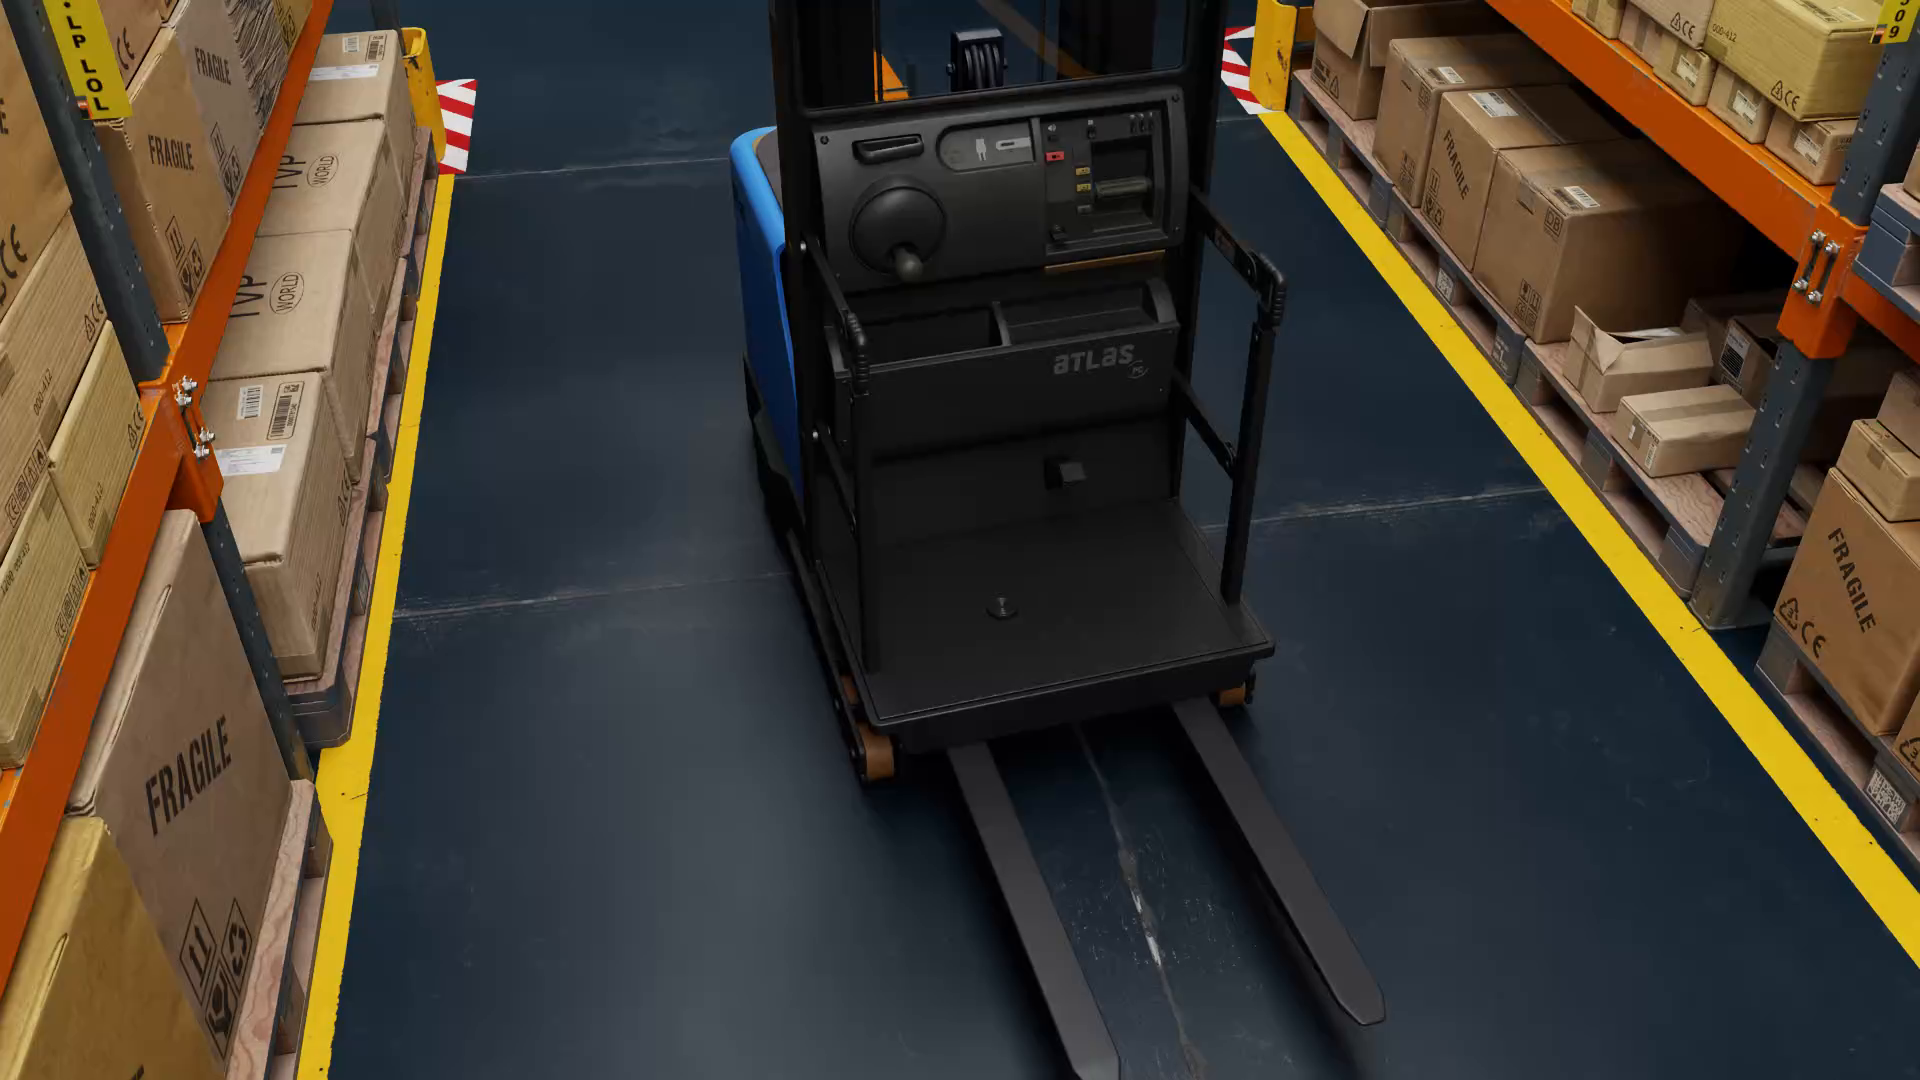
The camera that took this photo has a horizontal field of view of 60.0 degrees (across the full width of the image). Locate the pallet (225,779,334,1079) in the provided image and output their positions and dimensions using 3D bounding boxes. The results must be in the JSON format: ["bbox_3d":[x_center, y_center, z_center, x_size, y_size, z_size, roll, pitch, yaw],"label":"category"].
[{"bbox_3d":[-1.993,1.095,3.669,1.003,0.211,1.213,-6,38,-8],"label":"pallet"}]

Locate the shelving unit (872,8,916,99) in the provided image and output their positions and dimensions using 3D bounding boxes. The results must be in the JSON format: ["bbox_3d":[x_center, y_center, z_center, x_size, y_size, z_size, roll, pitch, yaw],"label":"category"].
[{"bbox_3d":[-0.326,-1.154,5.757,0.258,1.200,0.503,-10,39,-13],"label":"shelving unit"}]

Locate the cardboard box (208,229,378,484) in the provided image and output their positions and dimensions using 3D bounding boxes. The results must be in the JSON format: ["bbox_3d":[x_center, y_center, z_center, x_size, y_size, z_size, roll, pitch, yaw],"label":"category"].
[{"bbox_3d":[-2.365,-0.550,5.259,0.875,0.438,0.875,-7,38,-9],"label":"cardboard box"}]

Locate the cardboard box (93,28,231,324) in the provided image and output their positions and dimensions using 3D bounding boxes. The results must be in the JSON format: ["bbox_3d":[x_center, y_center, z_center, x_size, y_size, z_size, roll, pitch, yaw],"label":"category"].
[{"bbox_3d":[-2.027,-0.816,3.773,0.500,0.500,0.500,-5,38,-6],"label":"cardboard box"}]

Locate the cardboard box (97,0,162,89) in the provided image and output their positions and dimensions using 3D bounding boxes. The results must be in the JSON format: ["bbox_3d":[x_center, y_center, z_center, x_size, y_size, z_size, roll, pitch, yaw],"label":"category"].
[{"bbox_3d":[-2.048,-1.213,3.469,0.500,0.500,0.500,-6,38,-8],"label":"cardboard box"}]

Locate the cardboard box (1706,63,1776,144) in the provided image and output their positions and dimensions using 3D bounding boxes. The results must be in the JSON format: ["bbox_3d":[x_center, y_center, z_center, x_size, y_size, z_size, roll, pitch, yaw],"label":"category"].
[{"bbox_3d":[2.312,-1.222,4.582,0.380,0.149,0.250,-5,38,-7],"label":"cardboard box"}]

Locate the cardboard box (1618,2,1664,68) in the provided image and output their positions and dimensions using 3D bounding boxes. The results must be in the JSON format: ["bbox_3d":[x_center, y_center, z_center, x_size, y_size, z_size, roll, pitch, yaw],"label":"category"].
[{"bbox_3d":[2.223,-1.538,4.989,0.380,0.149,0.250,-5,38,-7],"label":"cardboard box"}]

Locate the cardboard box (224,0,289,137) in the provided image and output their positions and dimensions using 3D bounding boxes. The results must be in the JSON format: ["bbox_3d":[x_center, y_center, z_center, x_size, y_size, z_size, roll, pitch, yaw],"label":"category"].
[{"bbox_3d":[-2.192,-1.421,4.553,0.500,0.500,0.500,-6,38,-8],"label":"cardboard box"}]

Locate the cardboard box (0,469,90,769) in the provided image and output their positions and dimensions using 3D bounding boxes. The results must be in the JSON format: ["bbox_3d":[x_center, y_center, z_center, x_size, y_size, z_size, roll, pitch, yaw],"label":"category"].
[{"bbox_3d":[-1.788,0.146,2.739,0.500,0.250,0.500,-7,38,-9],"label":"cardboard box"}]

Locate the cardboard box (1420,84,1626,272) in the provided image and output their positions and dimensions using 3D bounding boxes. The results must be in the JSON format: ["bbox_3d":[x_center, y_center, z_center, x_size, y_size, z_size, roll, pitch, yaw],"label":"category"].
[{"bbox_3d":[2.102,-1.365,6.257,0.500,0.500,0.500,-6,38,-7],"label":"cardboard box"}]

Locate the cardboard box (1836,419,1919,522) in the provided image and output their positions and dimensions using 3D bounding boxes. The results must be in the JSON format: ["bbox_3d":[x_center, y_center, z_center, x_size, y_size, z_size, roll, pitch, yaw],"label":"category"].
[{"bbox_3d":[2.485,-0.190,4.216,0.380,0.149,0.250,-5,38,-6],"label":"cardboard box"}]

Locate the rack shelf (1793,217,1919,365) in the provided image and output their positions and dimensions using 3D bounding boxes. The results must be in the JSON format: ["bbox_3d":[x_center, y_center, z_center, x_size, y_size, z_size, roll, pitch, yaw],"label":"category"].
[{"bbox_3d":[3.034,0.491,2.759,1.077,0.370,4.000,-6,38,-8],"label":"rack shelf"}]

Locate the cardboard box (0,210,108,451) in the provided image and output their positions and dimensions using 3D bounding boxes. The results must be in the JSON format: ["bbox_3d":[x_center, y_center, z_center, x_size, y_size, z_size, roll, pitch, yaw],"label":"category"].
[{"bbox_3d":[-1.886,-0.363,2.986,0.500,0.250,0.500,-6,38,-8],"label":"cardboard box"}]

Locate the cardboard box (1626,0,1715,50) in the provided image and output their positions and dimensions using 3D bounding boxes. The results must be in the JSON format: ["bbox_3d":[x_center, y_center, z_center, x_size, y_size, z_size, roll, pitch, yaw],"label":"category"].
[{"bbox_3d":[2.252,-1.641,4.797,0.500,0.250,0.500,-6,38,-8],"label":"cardboard box"}]

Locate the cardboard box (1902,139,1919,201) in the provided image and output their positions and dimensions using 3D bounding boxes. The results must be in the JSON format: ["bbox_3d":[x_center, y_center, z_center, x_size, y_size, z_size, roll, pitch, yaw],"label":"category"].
[{"bbox_3d":[2.548,-0.890,3.526,0.700,0.500,0.500,-5,38,-7],"label":"cardboard box"}]

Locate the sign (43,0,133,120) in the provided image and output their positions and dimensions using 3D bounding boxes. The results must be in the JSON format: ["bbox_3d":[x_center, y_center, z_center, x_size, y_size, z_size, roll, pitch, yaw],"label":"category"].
[{"bbox_3d":[-1.670,-0.955,3.155,0.100,0.325,0.005,-6,38,-8],"label":"sign"}]

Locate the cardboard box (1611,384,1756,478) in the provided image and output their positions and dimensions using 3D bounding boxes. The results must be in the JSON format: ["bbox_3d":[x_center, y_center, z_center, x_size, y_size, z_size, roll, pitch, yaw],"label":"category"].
[{"bbox_3d":[2.297,-0.346,5.231,0.380,0.149,0.250,-7,38,-9],"label":"cardboard box"}]

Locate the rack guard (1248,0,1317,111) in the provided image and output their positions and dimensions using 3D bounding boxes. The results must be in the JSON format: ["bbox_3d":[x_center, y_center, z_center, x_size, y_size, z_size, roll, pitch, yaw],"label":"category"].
[{"bbox_3d":[1.996,-2.384,7.911,1.175,0.500,0.348,-6,38,-8],"label":"rack guard"}]

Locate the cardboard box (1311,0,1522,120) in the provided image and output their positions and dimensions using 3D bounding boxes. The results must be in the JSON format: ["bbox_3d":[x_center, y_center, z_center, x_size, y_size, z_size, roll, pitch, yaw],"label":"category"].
[{"bbox_3d":[1.996,-2.217,7.351,0.797,0.503,0.637,-8,38,-10],"label":"cardboard box"}]

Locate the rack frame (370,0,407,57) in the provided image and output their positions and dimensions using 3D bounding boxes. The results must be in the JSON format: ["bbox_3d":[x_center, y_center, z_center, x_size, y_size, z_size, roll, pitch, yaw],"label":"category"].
[{"bbox_3d":[-2.904,-2.881,6.513,1.000,3.000,0.127,-6,38,-8],"label":"rack frame"}]

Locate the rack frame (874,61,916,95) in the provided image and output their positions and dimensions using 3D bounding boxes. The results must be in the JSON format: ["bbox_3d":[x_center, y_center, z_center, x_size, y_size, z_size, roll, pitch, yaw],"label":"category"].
[{"bbox_3d":[-0.259,-1.010,5.572,0.240,1.200,0.015,-10,39,-13],"label":"rack frame"}]

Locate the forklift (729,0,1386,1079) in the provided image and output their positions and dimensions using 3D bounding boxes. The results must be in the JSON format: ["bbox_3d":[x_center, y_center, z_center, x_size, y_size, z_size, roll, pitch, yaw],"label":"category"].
[{"bbox_3d":[0.174,-0.789,3.877,1.130,2.935,3.031,-10,39,-13],"label":"forklift"}]

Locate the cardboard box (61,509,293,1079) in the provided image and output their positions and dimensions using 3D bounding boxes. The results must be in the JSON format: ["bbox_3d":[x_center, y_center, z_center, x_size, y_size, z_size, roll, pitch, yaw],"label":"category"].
[{"bbox_3d":[-2.015,0.575,3.455,0.875,0.875,0.875,-5,38,-7],"label":"cardboard box"}]

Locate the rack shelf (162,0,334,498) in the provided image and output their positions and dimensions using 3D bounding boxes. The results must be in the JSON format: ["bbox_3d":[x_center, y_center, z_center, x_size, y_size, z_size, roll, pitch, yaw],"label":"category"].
[{"bbox_3d":[-2.553,-1.388,5.179,1.077,0.370,4.000,-6,38,-8],"label":"rack shelf"}]

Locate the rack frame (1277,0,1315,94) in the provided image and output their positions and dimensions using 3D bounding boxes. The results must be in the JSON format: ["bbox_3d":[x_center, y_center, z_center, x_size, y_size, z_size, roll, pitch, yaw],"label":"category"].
[{"bbox_3d":[1.982,-3.417,7.203,1.000,3.000,0.127,-6,38,-8],"label":"rack frame"}]

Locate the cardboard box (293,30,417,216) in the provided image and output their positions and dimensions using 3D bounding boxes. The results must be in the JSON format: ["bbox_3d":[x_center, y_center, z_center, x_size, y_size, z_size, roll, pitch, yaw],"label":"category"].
[{"bbox_3d":[-2.690,-1.647,6.671,0.875,0.438,0.875,-7,38,-9],"label":"cardboard box"}]

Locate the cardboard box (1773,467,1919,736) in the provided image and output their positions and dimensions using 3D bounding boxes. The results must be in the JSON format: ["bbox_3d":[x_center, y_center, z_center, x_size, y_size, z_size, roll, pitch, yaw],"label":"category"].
[{"bbox_3d":[2.547,0.137,4.324,0.500,0.500,0.500,-5,38,-6],"label":"cardboard box"}]

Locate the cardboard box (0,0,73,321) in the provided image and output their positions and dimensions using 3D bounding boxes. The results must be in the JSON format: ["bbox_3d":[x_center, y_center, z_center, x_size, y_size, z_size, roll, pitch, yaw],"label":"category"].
[{"bbox_3d":[-1.877,-0.656,2.753,0.500,0.500,0.500,-5,38,-6],"label":"cardboard box"}]

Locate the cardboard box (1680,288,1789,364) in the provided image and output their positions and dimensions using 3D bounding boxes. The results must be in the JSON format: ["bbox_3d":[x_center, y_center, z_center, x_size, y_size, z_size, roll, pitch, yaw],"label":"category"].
[{"bbox_3d":[2.724,-0.727,5.722,0.380,0.149,0.250,-7,38,-9],"label":"cardboard box"}]

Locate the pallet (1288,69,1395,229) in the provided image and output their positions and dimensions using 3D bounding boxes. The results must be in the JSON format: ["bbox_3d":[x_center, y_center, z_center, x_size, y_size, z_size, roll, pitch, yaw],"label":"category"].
[{"bbox_3d":[2.136,-1.788,7.380,1.003,0.211,1.213,-6,38,-8],"label":"pallet"}]

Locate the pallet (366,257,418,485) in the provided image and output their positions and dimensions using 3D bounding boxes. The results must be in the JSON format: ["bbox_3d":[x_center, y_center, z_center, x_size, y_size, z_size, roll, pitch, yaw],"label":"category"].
[{"bbox_3d":[-2.476,-0.569,5.811,1.003,0.211,1.213,-6,38,-8],"label":"pallet"}]

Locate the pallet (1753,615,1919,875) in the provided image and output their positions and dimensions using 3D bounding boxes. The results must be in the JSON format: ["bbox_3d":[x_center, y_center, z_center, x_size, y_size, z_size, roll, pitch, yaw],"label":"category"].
[{"bbox_3d":[2.863,0.588,4.321,1.003,0.211,1.213,-6,38,-8],"label":"pallet"}]

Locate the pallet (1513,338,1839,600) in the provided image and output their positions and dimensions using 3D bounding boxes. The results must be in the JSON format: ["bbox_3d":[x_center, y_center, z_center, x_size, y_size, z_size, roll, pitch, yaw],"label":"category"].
[{"bbox_3d":[2.564,-0.314,5.483,1.003,0.211,1.213,-6,38,-8],"label":"pallet"}]
